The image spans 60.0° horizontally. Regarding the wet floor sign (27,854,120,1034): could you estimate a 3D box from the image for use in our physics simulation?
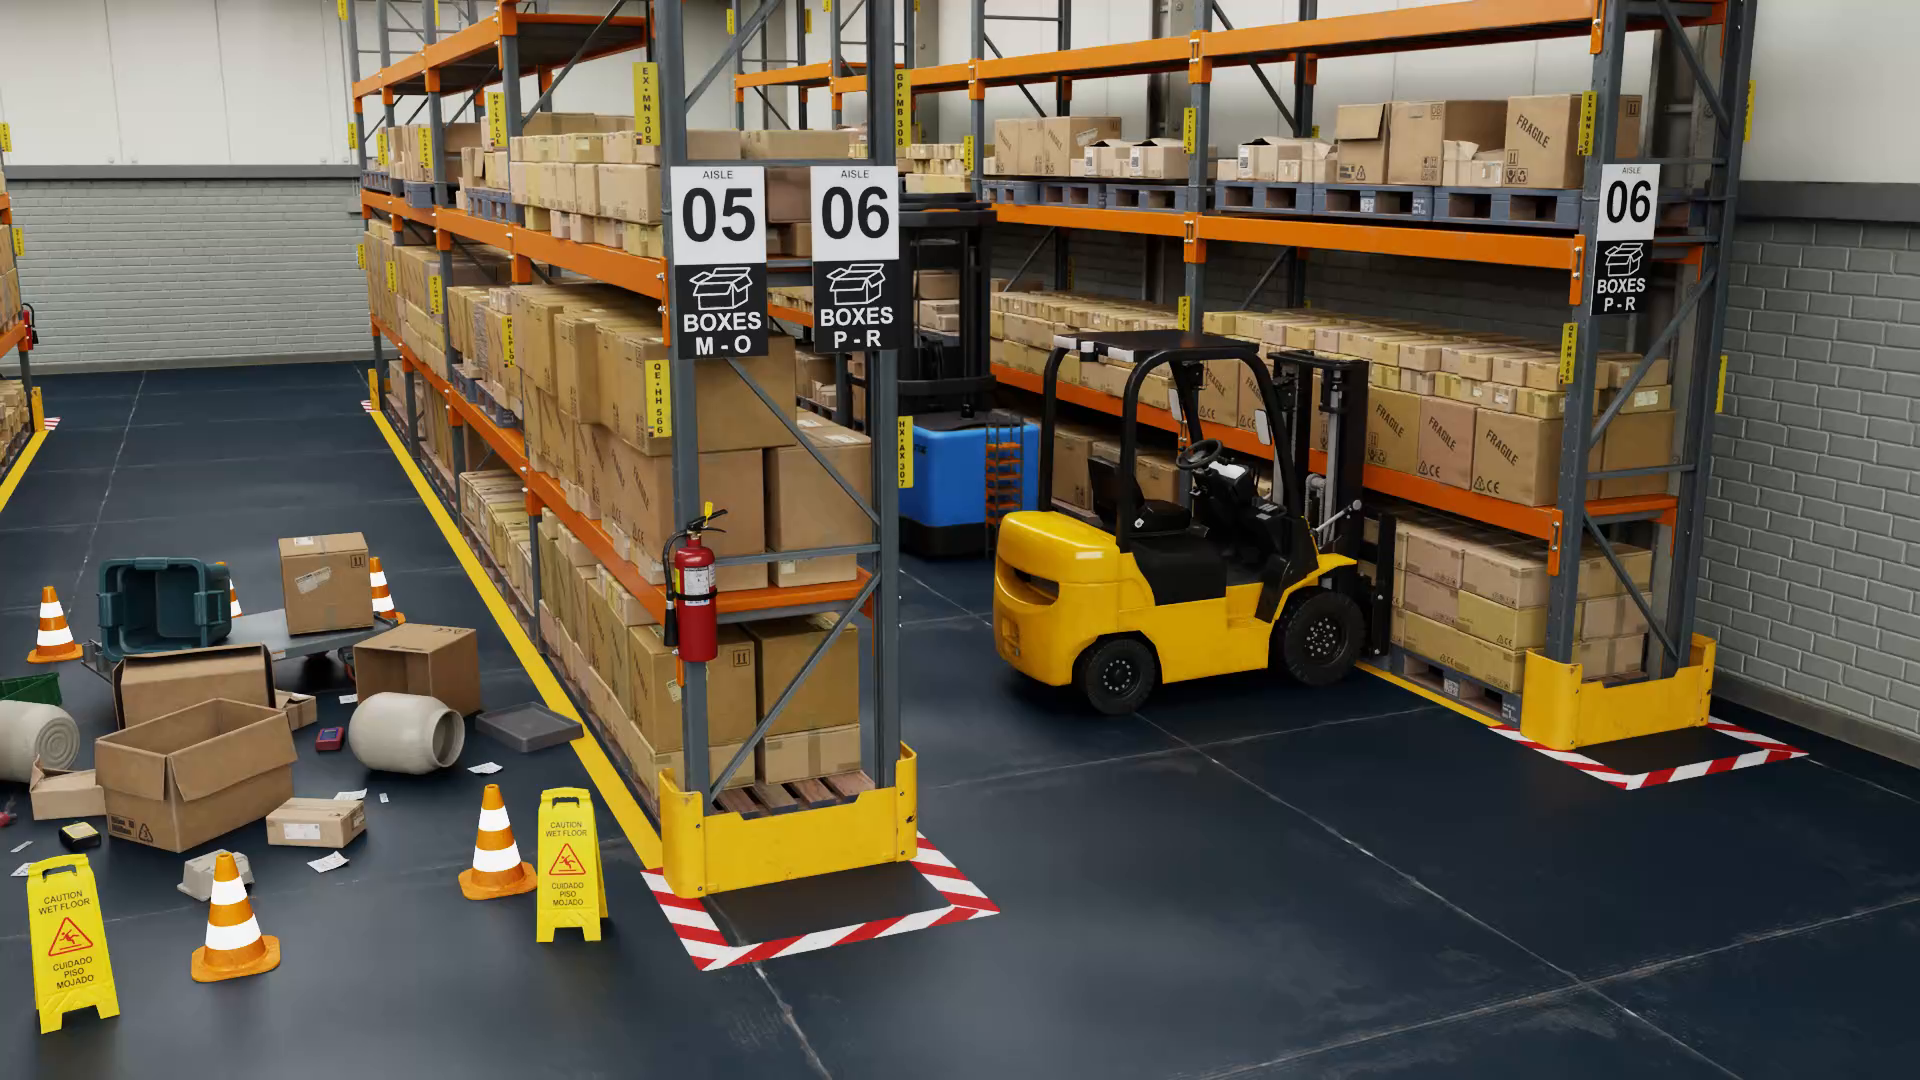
[{"bbox_3d":[-3.426,1.517,6.383,0.267,0.644,0.232,-9,16,-33],"label":"wet floor sign"}]

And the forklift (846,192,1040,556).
[{"bbox_3d":[-0.419,-1.581,14.700,1.130,2.935,3.031,-6,14,-25],"label":"forklift"}]

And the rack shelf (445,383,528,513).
[{"bbox_3d":[-3.160,-0.814,12.830,1.077,0.370,4.000,-6,14,-23],"label":"rack shelf"}]

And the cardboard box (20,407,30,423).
[{"bbox_3d":[-11.063,-1.444,19.349,0.380,0.149,0.250,-5,14,-21],"label":"cardboard box"}]

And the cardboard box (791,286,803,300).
[{"bbox_3d":[-1.847,-3.215,21.280,0.500,0.250,0.500,-6,14,-23],"label":"cardboard box"}]

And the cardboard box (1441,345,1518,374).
[{"bbox_3d":[3.165,-1.096,10.135,0.380,0.149,0.250,-6,14,-23],"label":"cardboard box"}]

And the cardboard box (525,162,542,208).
[{"bbox_3d":[-2.219,-2.063,9.652,0.500,0.250,0.500,-6,14,-23],"label":"cardboard box"}]

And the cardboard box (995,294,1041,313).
[{"bbox_3d":[0.551,-2.244,15.753,0.380,0.149,0.250,-5,14,-22],"label":"cardboard box"}]

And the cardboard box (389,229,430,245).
[{"bbox_3d":[-5.979,-3.291,18.058,0.380,0.149,0.250,-6,14,-24],"label":"cardboard box"}]

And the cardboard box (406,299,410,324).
[{"bbox_3d":[-5.411,-2.353,17.108,0.500,0.250,0.500,-5,14,-22],"label":"cardboard box"}]

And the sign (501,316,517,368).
[{"bbox_3d":[-2.866,-1.264,10.613,0.100,0.325,0.005,-6,14,-23],"label":"sign"}]

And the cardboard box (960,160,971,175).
[{"bbox_3d":[0.222,-3.661,16.331,0.380,0.149,0.250,-5,14,-22],"label":"cardboard box"}]

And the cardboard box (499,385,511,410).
[{"bbox_3d":[-3.044,-1.021,11.754,0.380,0.149,0.250,-6,14,-24],"label":"cardboard box"}]

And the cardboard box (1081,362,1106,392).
[{"bbox_3d":[1.368,-1.416,14.170,0.500,0.250,0.500,-6,14,-23],"label":"cardboard box"}]

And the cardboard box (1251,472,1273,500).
[{"bbox_3d":[2.289,-0.318,12.039,0.500,0.250,0.500,-6,14,-23],"label":"cardboard box"}]

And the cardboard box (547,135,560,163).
[{"bbox_3d":[-2.077,-2.174,9.248,0.380,0.149,0.250,-6,14,-25],"label":"cardboard box"}]

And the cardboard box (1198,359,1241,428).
[{"bbox_3d":[2.126,-1.134,12.395,0.500,0.500,0.500,-6,14,-25],"label":"cardboard box"}]

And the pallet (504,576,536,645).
[{"bbox_3d":[-2.672,0.447,11.972,1.003,0.211,1.213,-6,14,-23],"label":"pallet"}]

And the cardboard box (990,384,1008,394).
[{"bbox_3d":[0.407,-1.567,17.661,0.380,0.149,0.250,-5,14,-22],"label":"cardboard box"}]

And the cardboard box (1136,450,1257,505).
[{"bbox_3d":[1.968,-0.355,13.586,0.875,0.625,0.625,-5,14,-20],"label":"cardboard box"}]

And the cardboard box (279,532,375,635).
[{"bbox_3d":[-3.978,0.265,10.438,0.500,0.500,0.500,-6,14,-23],"label":"cardboard box"}]

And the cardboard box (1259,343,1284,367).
[{"bbox_3d":[2.340,-1.313,11.731,0.380,0.149,0.250,-5,14,-22],"label":"cardboard box"}]

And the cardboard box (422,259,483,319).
[{"bbox_3d":[-4.621,-2.302,15.224,0.500,0.500,0.500,-5,14,-22],"label":"cardboard box"}]

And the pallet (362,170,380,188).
[{"bbox_3d":[-6.859,-4.496,20.689,1.003,0.211,1.213,-6,14,-23],"label":"pallet"}]

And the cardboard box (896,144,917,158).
[{"bbox_3d":[-0.629,-4.176,17.854,0.380,0.149,0.250,-6,14,-23],"label":"cardboard box"}]

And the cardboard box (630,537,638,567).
[{"bbox_3d":[-1.389,0.042,8.091,0.380,0.149,0.250,-6,14,-24],"label":"cardboard box"}]

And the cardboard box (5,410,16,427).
[{"bbox_3d":[-10.538,-1.318,18.143,0.380,0.149,0.250,-5,14,-22],"label":"cardboard box"}]

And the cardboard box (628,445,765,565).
[{"bbox_3d":[-1.227,-0.206,7.725,0.500,0.500,0.500,-6,14,-24],"label":"cardboard box"}]

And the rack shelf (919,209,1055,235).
[{"bbox_3d":[-0.216,-3.551,18.003,1.077,0.370,4.000,-6,14,-23],"label":"rack shelf"}]

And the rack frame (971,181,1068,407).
[{"bbox_3d":[0.585,-2.027,16.474,1.000,3.000,0.127,-6,14,-23],"label":"rack frame"}]

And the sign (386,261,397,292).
[{"bbox_3d":[-6.072,-2.814,17.780,0.100,0.325,0.005,-6,14,-23],"label":"sign"}]

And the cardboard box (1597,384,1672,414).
[{"bbox_3d":[3.891,-0.832,9.653,0.380,0.149,0.250,-6,14,-24],"label":"cardboard box"}]

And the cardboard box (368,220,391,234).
[{"bbox_3d":[-7.108,-3.872,20.570,0.380,0.149,0.250,-5,14,-21],"label":"cardboard box"}]

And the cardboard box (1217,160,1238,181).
[{"bbox_3d":[2.089,-2.672,12.016,0.380,0.149,0.250,-5,14,-22],"label":"cardboard box"}]

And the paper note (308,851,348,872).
[{"bbox_3d":[-2.959,1.506,7.794,0.148,0.019,0.142,-12,18,-42],"label":"paper note"}]

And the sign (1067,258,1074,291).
[{"bbox_3d":[1.092,-2.642,16.563,0.100,0.325,0.005,-6,14,-23],"label":"sign"}]

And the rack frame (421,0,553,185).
[{"bbox_3d":[-3.962,-4.500,13.858,1.000,3.000,0.127,-6,14,-23],"label":"rack frame"}]

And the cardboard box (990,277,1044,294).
[{"bbox_3d":[0.522,-2.401,16.936,0.500,0.500,0.500,-5,14,-20],"label":"cardboard box"}]

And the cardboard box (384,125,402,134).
[{"bbox_3d":[-6.134,-4.445,18.888,0.797,0.503,0.637,-4,14,-19],"label":"cardboard box"}]

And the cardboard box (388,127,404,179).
[{"bbox_3d":[-5.476,-3.910,16.808,0.500,0.500,0.500,-6,14,-24],"label":"cardboard box"}]

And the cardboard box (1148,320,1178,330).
[{"bbox_3d":[1.727,-1.667,13.261,0.380,0.149,0.250,-6,14,-24],"label":"cardboard box"}]

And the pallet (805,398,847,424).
[{"bbox_3d":[-1.291,-1.636,20.973,1.003,0.211,1.213,-6,14,-23],"label":"pallet"}]

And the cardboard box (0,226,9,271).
[{"bbox_3d":[-11.047,-3.266,18.732,0.500,0.500,0.500,-6,14,-25],"label":"cardboard box"}]

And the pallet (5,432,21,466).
[{"bbox_3d":[-10.853,-0.966,18.074,1.003,0.211,1.213,-6,14,-23],"label":"pallet"}]

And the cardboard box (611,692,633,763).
[{"bbox_3d":[-1.527,0.960,8.737,0.500,0.250,0.500,-6,14,-23],"label":"cardboard box"}]

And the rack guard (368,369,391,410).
[{"bbox_3d":[-7.176,-2.018,21.979,1.175,0.500,0.348,-6,14,-23],"label":"rack guard"}]

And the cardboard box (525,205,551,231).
[{"bbox_3d":[-2.408,-1.944,10.023,0.380,0.149,0.250,-6,14,-23],"label":"cardboard box"}]

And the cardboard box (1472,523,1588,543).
[{"bbox_3d":[3.567,0.055,10.431,0.500,0.250,0.500,-6,14,-23],"label":"cardboard box"}]

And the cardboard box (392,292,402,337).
[{"bbox_3d":[-5.984,-2.526,18.408,0.500,0.500,0.500,-5,14,-22],"label":"cardboard box"}]

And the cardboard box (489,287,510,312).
[{"bbox_3d":[-3.170,-1.736,11.968,0.380,0.149,0.250,-6,14,-25],"label":"cardboard box"}]

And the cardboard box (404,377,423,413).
[{"bbox_3d":[-6.076,-1.685,19.748,0.875,0.438,0.875,-6,14,-25],"label":"cardboard box"}]

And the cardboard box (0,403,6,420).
[{"bbox_3d":[-10.362,-1.353,17.637,0.380,0.149,0.250,-5,14,-22],"label":"cardboard box"}]

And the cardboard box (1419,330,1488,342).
[{"bbox_3d":[3.257,-1.294,10.990,0.380,0.149,0.250,-6,14,-23],"label":"cardboard box"}]

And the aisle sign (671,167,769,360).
[{"bbox_3d":[-0.998,-1.152,6.931,0.394,0.787,0.004,-6,14,-23],"label":"aisle sign"}]

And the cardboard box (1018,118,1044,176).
[{"bbox_3d":[0.946,-3.523,14.913,0.700,0.500,0.500,-6,14,-24],"label":"cardboard box"}]

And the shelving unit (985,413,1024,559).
[{"bbox_3d":[0.359,-0.418,13.514,0.258,1.200,0.189,-6,14,-25],"label":"shelving unit"}]

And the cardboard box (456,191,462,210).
[{"bbox_3d":[-3.991,-2.836,13.877,0.380,0.149,0.250,-6,14,-23],"label":"cardboard box"}]

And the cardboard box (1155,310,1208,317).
[{"bbox_3d":[1.887,-1.874,14.152,0.380,0.149,0.250,-6,14,-23],"label":"cardboard box"}]

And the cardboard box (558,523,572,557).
[{"bbox_3d":[-2.168,-0.014,9.843,0.380,0.149,0.250,-5,14,-21],"label":"cardboard box"}]
